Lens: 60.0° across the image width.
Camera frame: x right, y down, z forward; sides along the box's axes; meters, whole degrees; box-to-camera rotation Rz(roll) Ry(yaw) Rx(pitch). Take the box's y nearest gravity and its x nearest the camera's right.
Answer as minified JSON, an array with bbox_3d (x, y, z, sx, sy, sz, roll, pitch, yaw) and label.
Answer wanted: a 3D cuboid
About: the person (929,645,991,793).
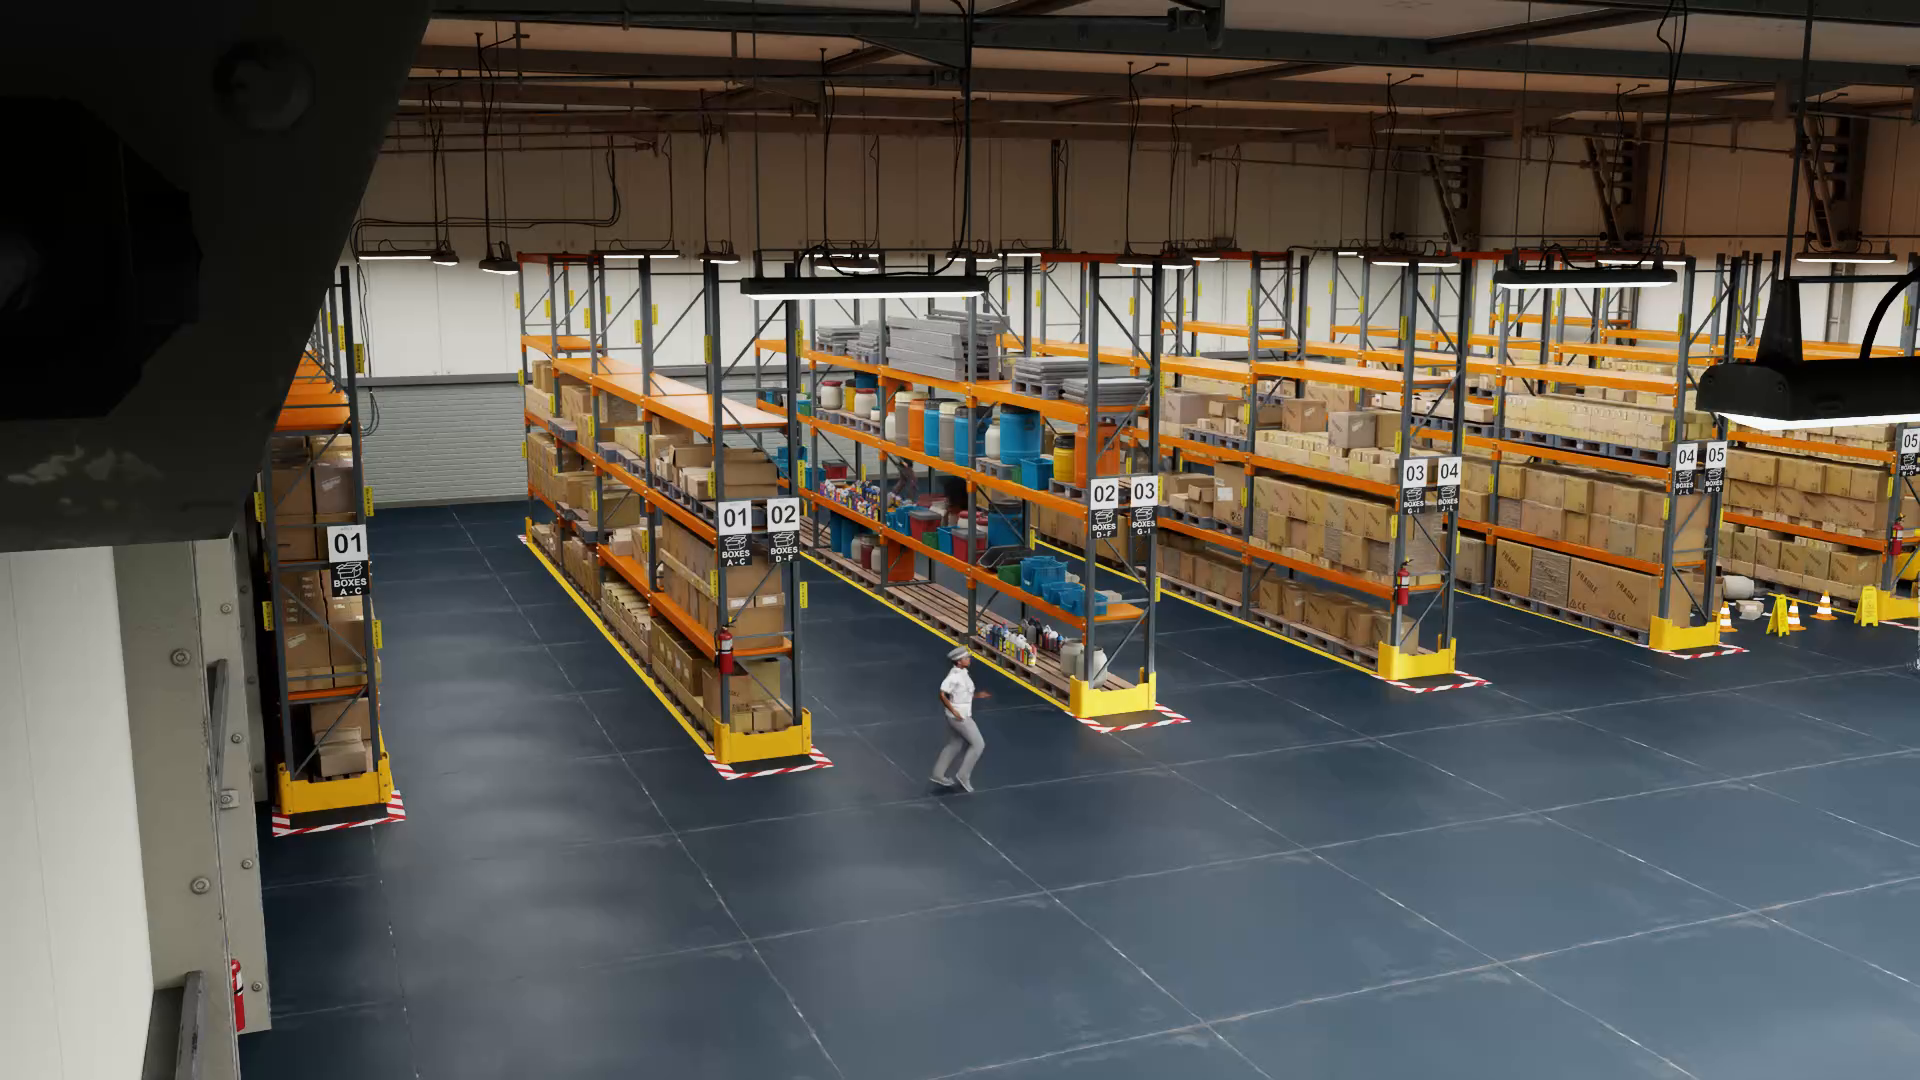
[{"bbox_3d":[0.010,2.060,19.162,0.709,1.733,0.551,0,10,-1],"label":"person"}]

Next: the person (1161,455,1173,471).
[{"bbox_3d":[5.169,-2.009,41.521,0.683,1.743,0.606,-6,12,-29],"label":"person"}]

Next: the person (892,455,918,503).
[{"bbox_3d":[-1.295,-1.676,39.474,0.779,1.785,0.642,-1,10,-3],"label":"person"}]
